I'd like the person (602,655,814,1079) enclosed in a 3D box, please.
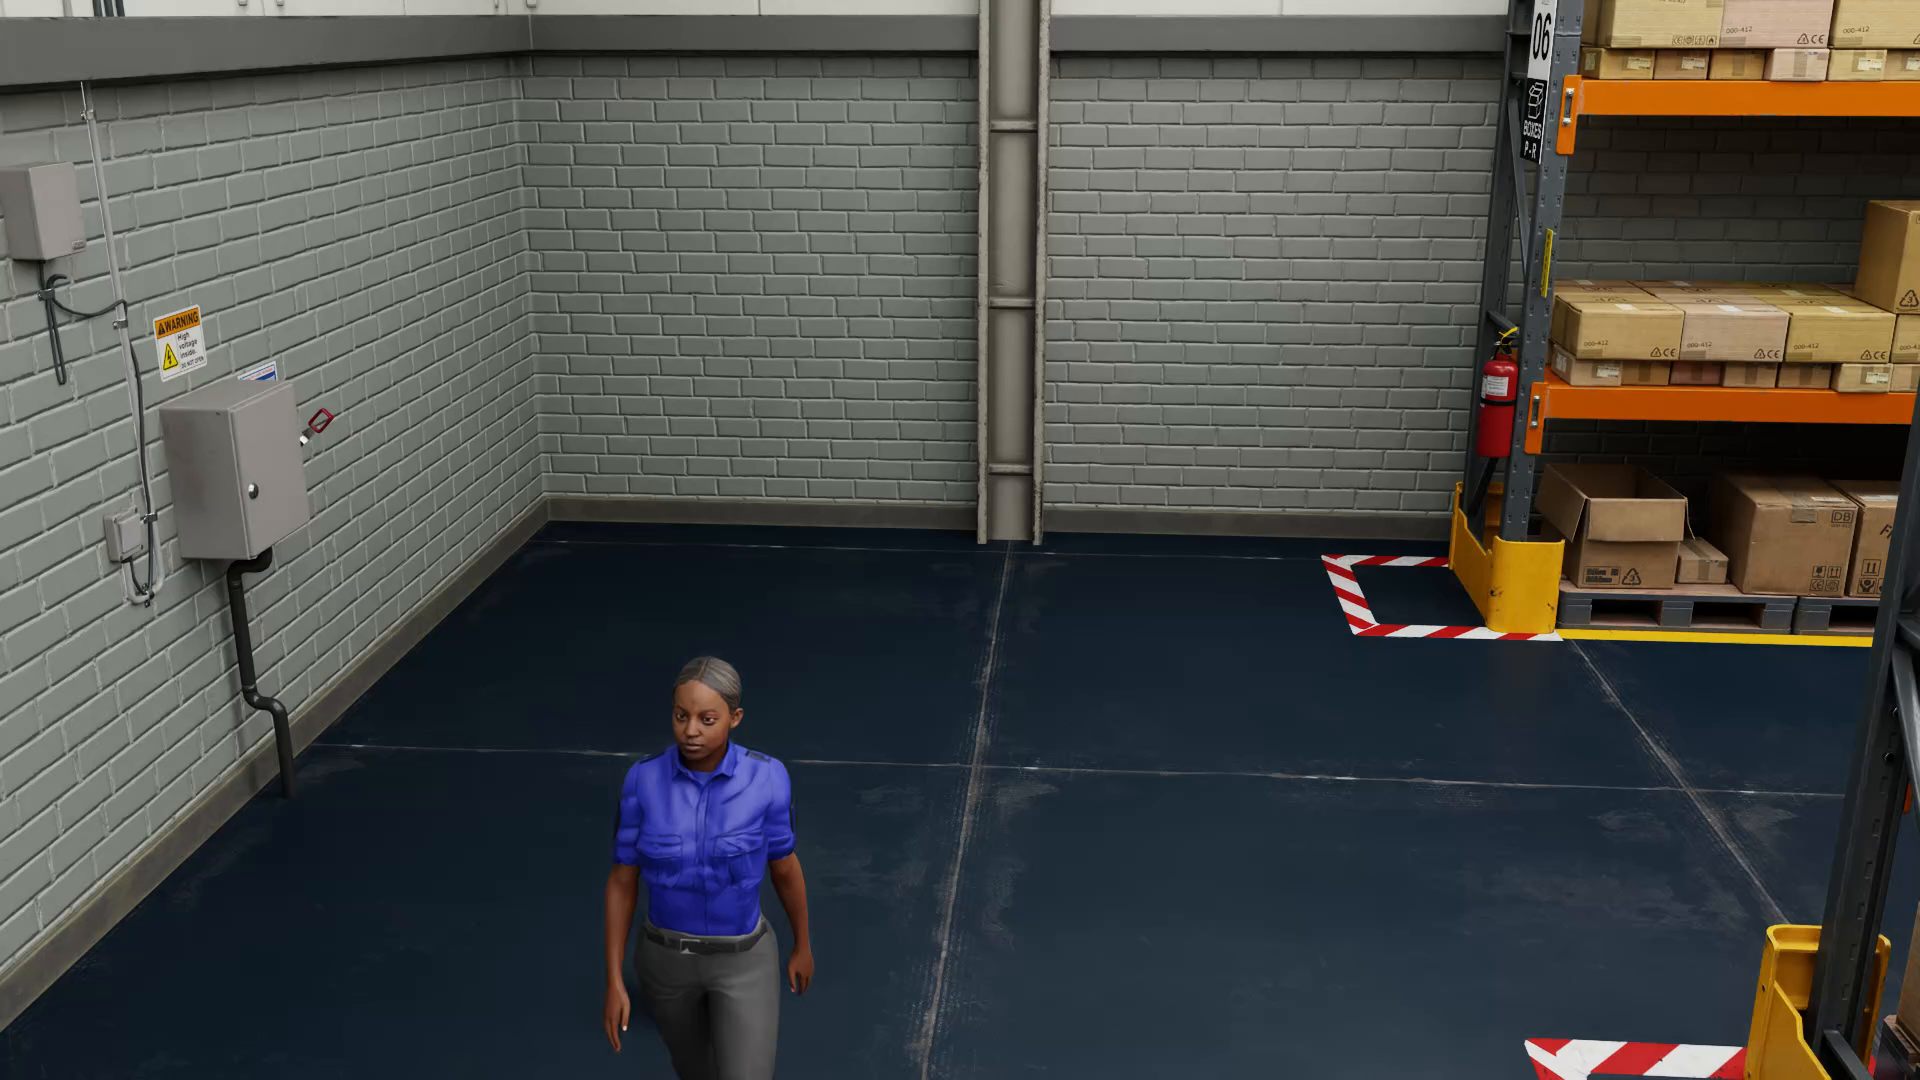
[{"bbox_3d":[-0.639,1.079,4.126,0.482,1.598,0.964,1,18,4],"label":"person"}]
